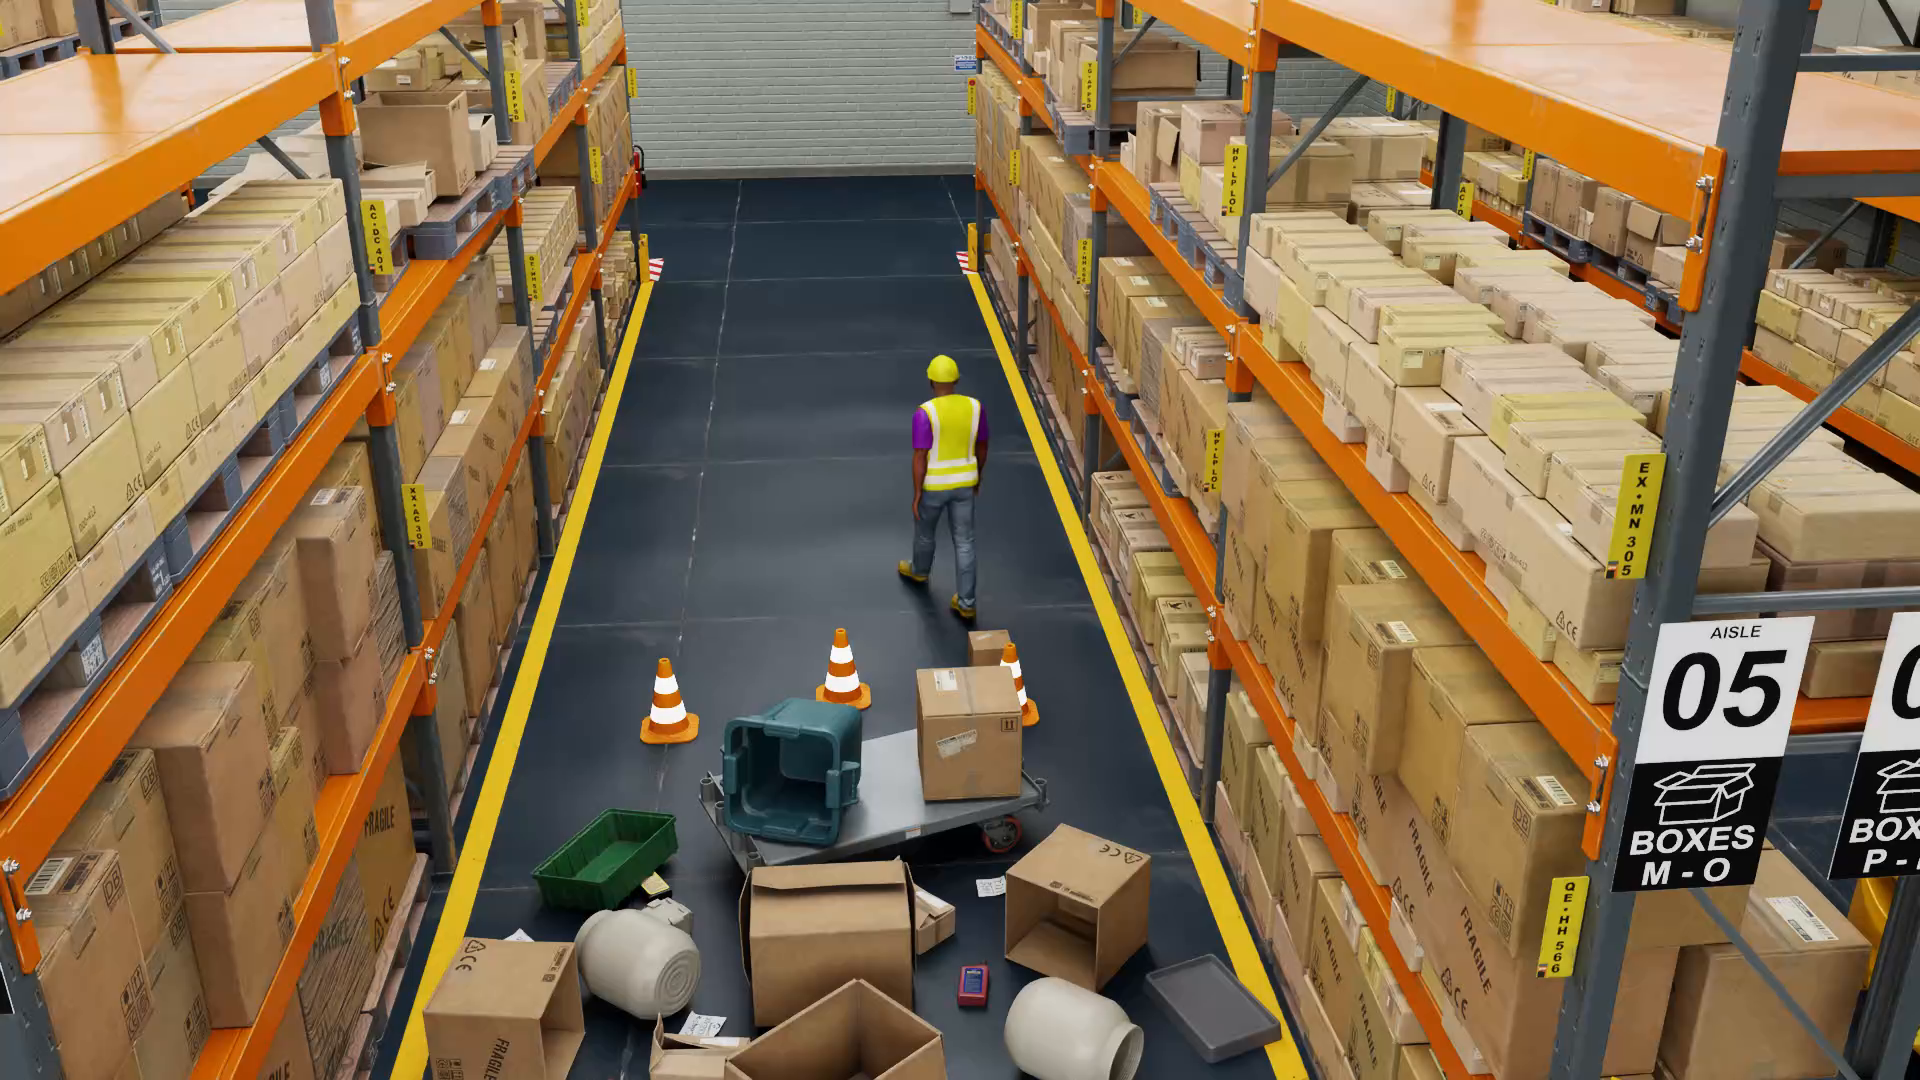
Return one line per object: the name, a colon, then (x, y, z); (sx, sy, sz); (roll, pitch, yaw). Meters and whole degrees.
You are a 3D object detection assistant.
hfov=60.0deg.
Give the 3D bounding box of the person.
person: (-0.101, -0.421, 11.235); (0.604, 1.699, 0.986); (-8, 25, -18)
